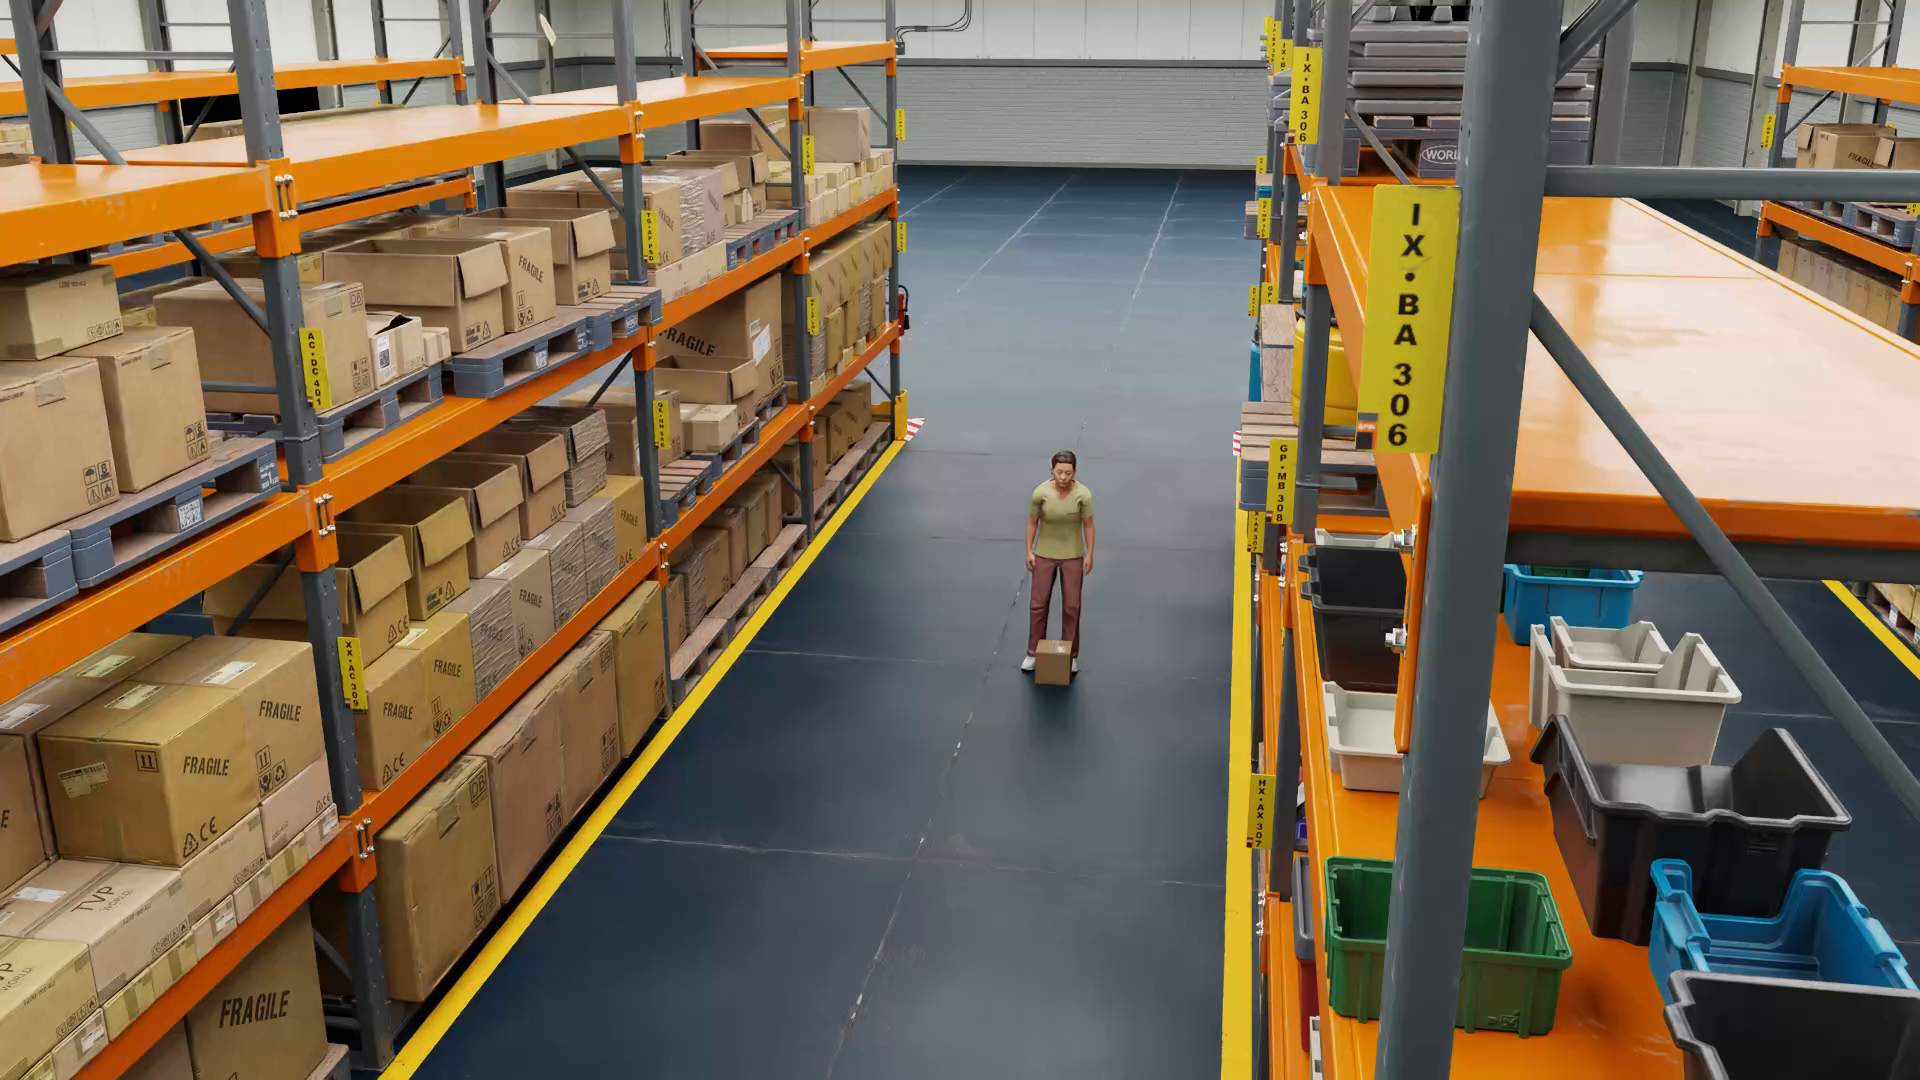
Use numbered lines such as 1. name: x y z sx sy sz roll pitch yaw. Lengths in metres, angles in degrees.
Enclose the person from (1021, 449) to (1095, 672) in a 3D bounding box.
1. person: 0.720 0.140 12.128 0.516 1.671 0.364 2 18 5
